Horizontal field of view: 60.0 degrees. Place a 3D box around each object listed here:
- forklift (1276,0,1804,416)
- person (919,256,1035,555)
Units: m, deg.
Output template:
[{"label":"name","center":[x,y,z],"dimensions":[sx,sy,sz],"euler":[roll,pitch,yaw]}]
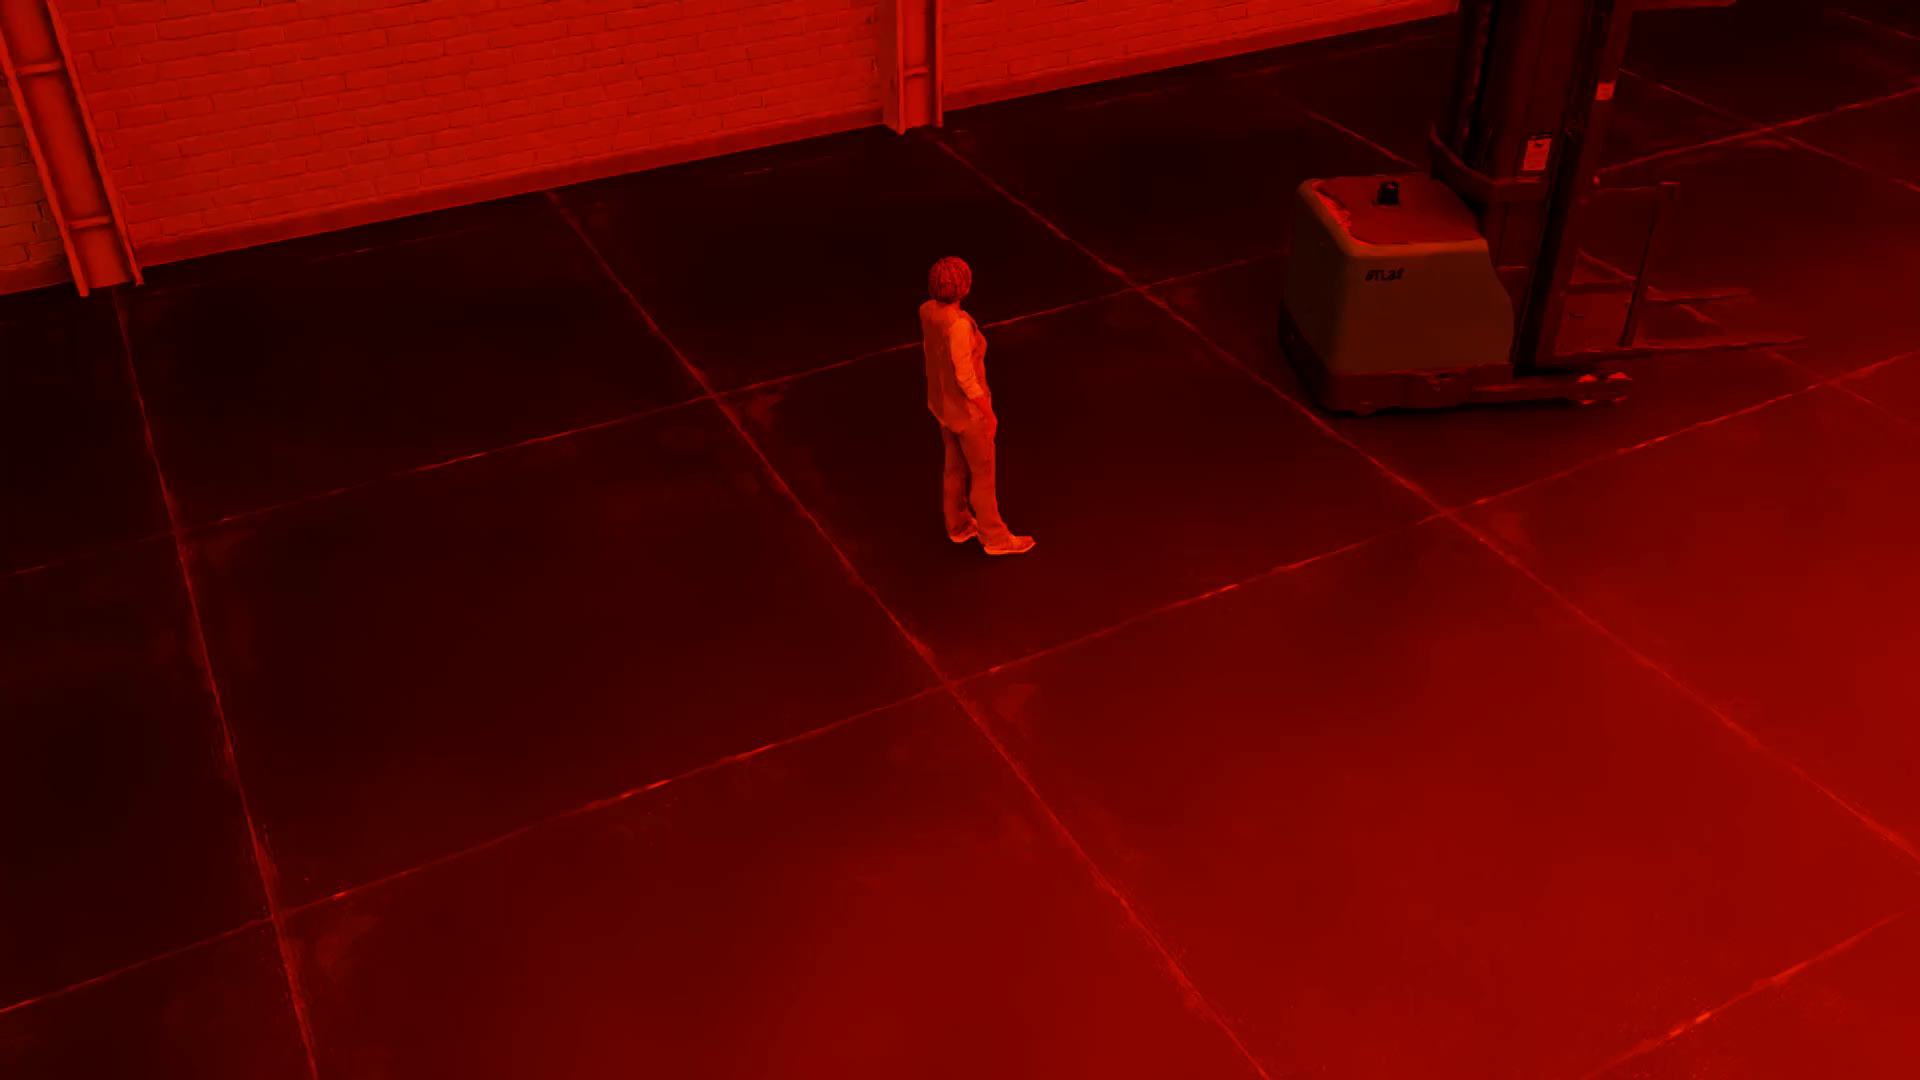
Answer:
[{"label":"forklift","center":[3.531,-2.297,9.372],"dimensions":[3.031,2.935,1.130],"euler":[-5,36,-7]},{"label":"person","center":[0.072,-0.671,8.216],"dimensions":[0.474,1.597,0.521],"euler":[-17,39,-23]}]
